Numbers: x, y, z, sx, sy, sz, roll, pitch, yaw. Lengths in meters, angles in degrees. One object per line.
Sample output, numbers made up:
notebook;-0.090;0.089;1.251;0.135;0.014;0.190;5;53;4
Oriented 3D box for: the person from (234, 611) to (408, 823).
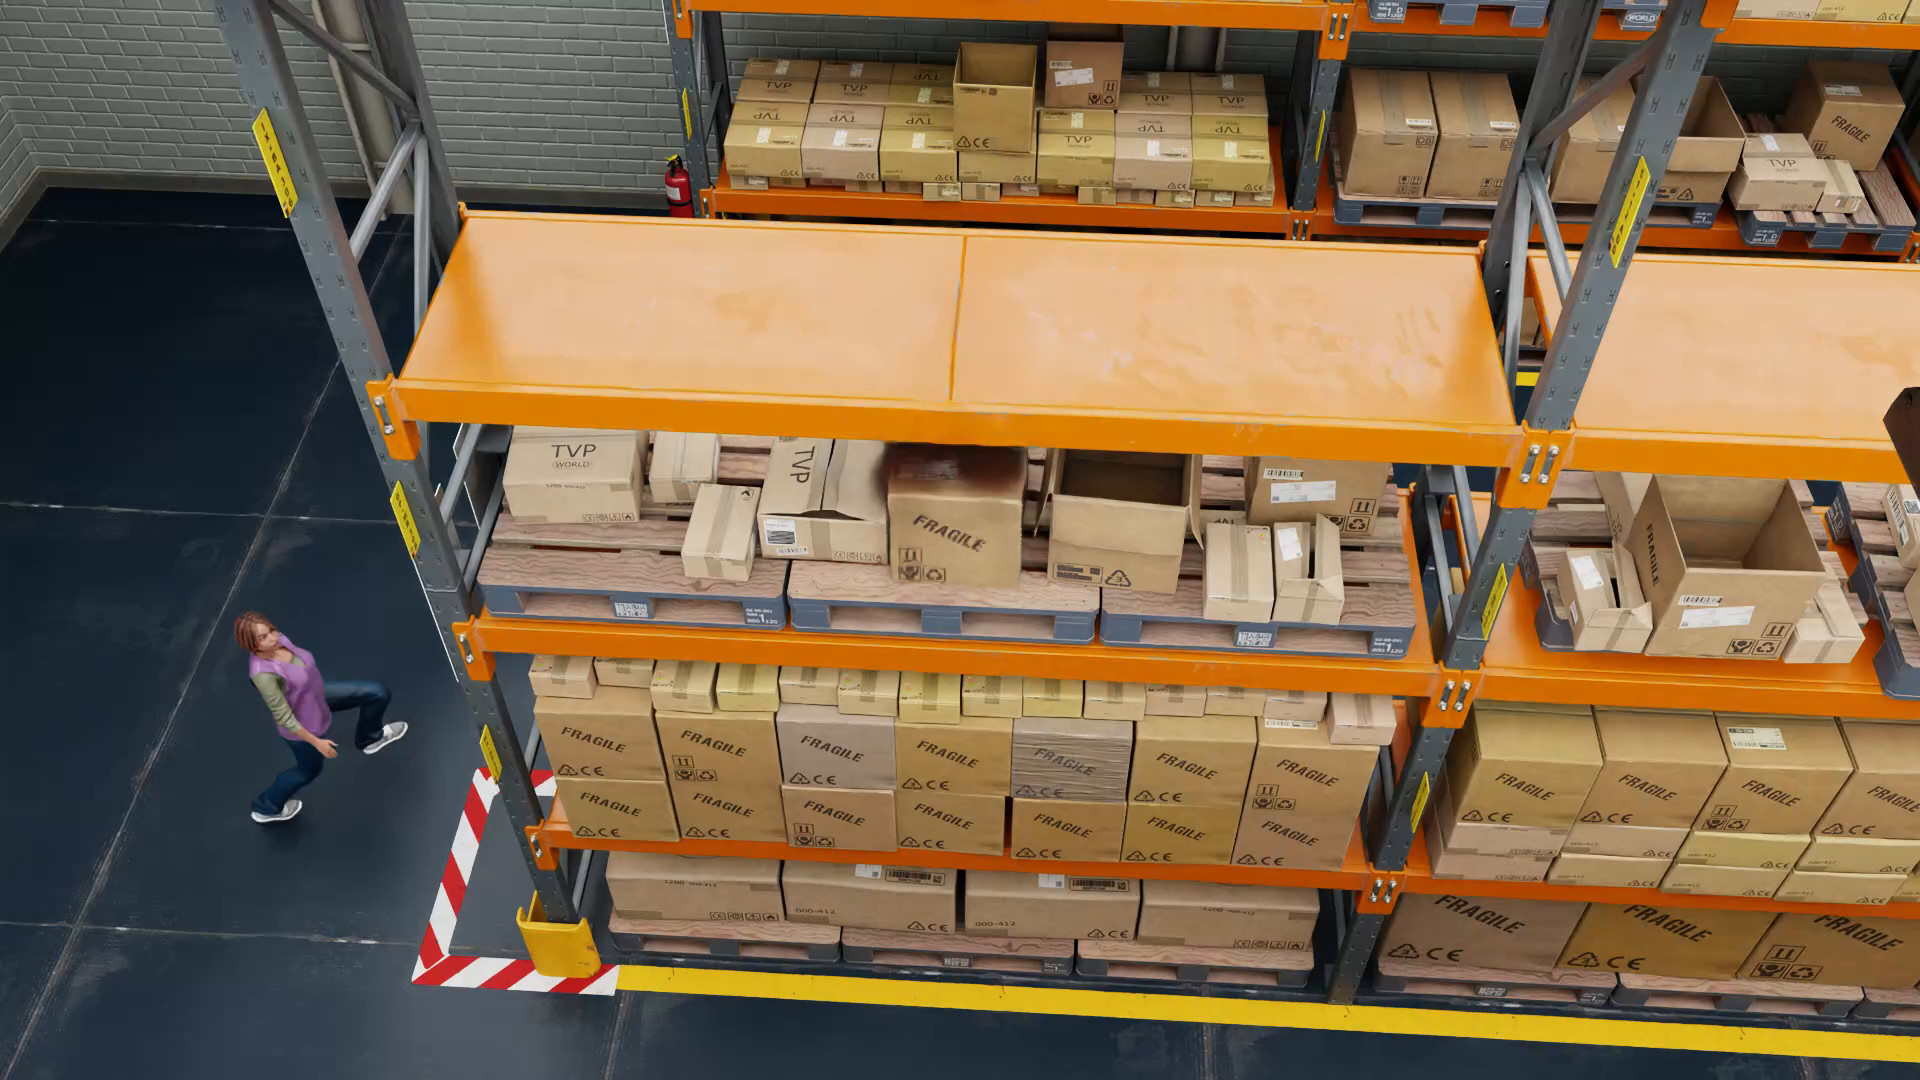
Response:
person;-3.486;0.938;8.804;0.902;1.496;0.496;-13;49;-12
